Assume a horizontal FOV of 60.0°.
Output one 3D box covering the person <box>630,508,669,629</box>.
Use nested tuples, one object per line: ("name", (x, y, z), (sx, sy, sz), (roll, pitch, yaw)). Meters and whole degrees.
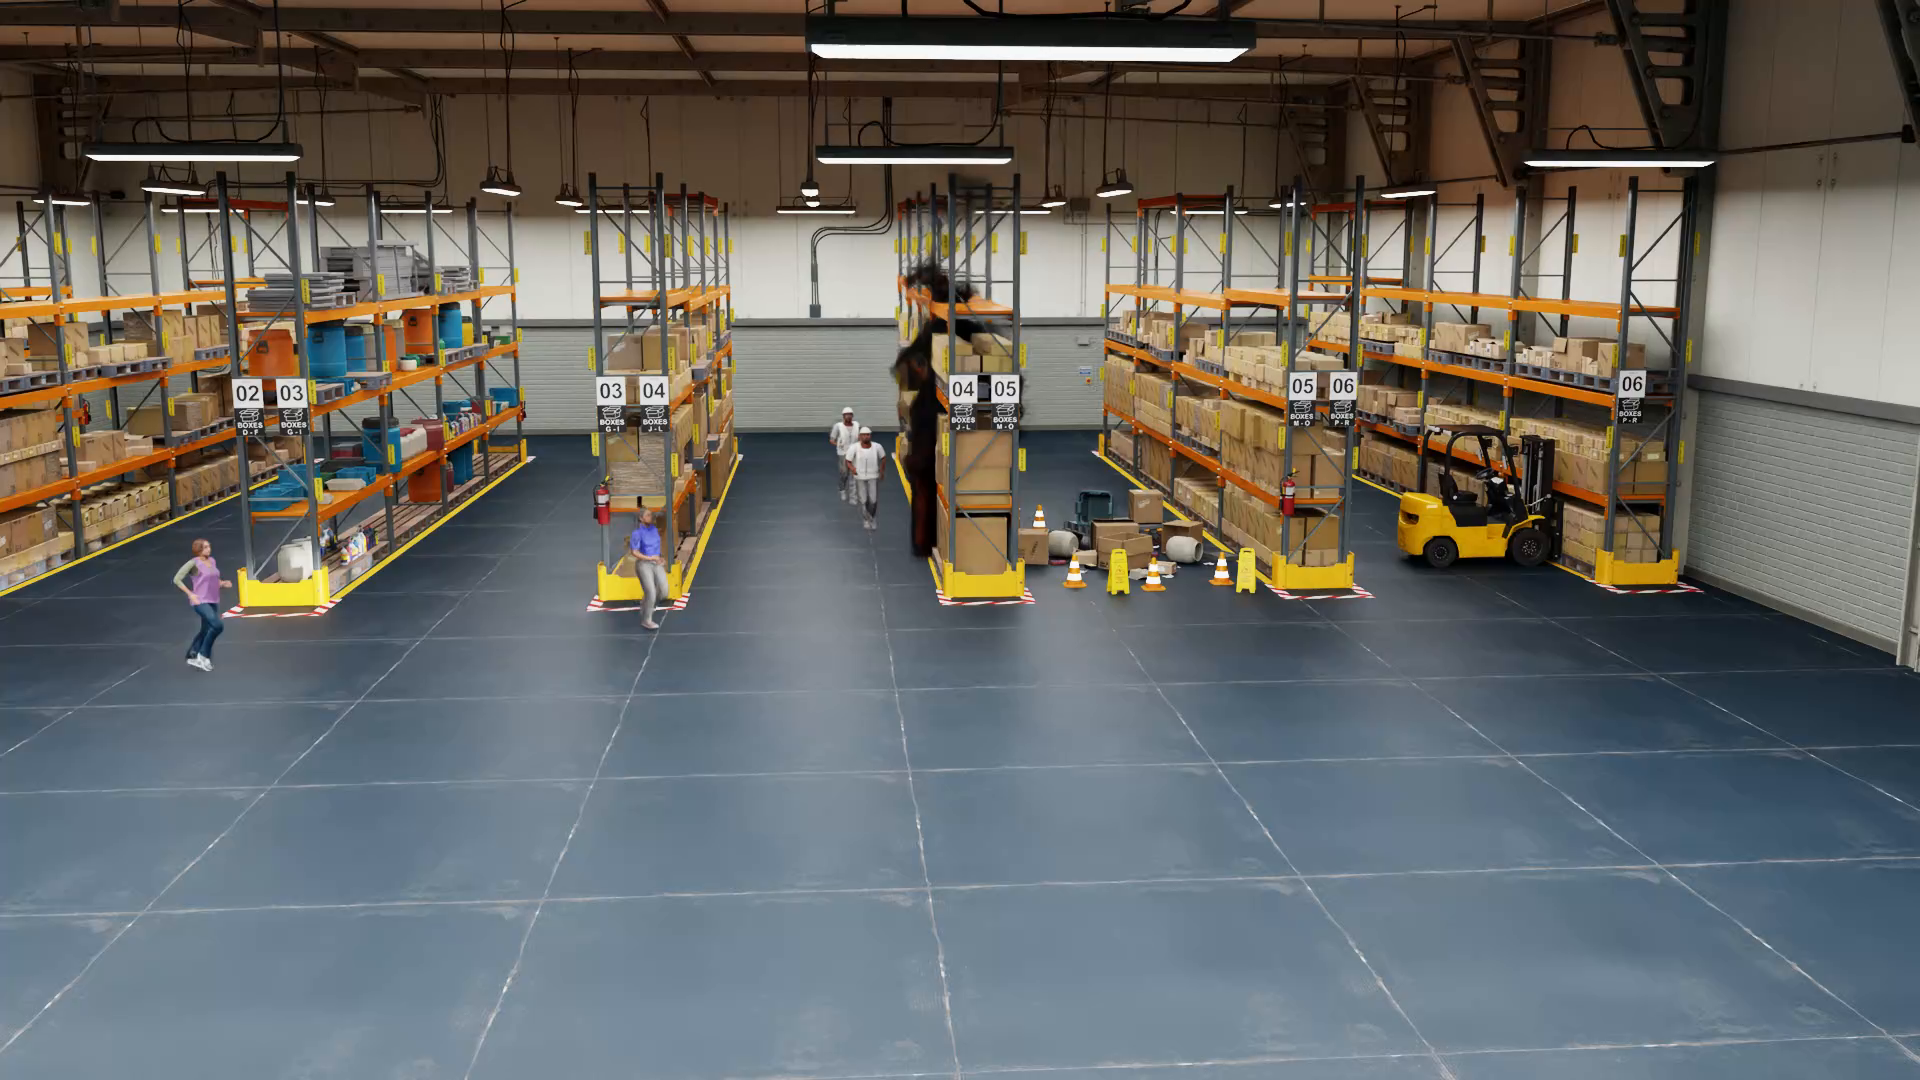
("person", (-4.075, 0.374, 21.893), (0.578, 1.597, 0.594), (8, 12, 36))

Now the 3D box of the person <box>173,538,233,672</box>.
("person", (-8.969, 0.769, 19.773), (0.666, 1.593, 0.512), (2, 10, 11))

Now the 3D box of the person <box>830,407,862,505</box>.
("person", (-2.051, -1.561, 30.702), (0.682, 1.779, 0.859), (-3, 10, -17))

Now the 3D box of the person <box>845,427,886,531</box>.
("person", (-1.574, -1.009, 27.808), (0.698, 1.772, 0.579), (-1, 10, -3))
